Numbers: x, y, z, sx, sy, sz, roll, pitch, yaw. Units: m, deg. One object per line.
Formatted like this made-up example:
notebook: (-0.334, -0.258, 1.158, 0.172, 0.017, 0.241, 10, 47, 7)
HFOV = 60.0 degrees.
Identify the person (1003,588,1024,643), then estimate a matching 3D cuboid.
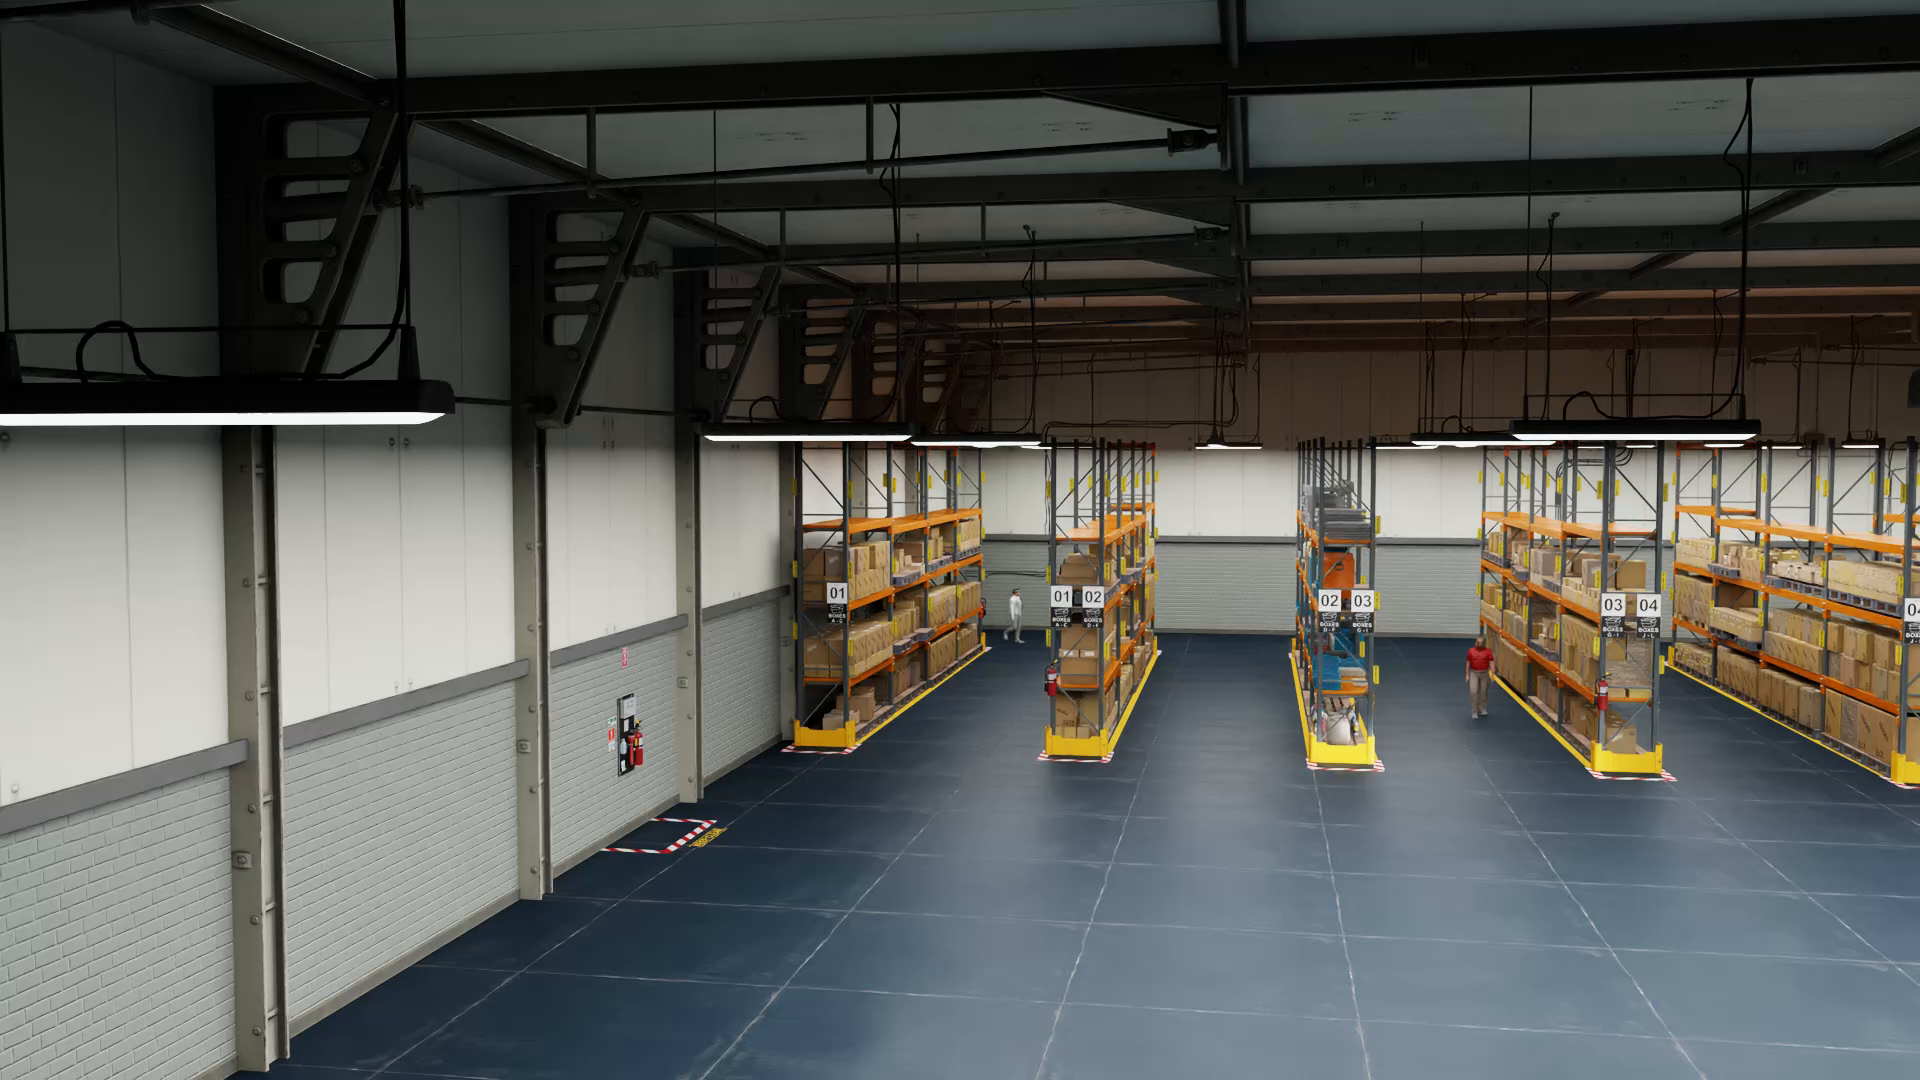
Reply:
person: (1.617, 2.250, 49.744, 0.587, 1.661, 0.528, 2, 4, 31)

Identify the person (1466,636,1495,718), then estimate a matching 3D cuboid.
person: (11.264, 2.968, 36.019, 0.602, 1.760, 0.636, 1, 3, 20)

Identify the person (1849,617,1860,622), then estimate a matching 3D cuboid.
person: (21.498, 2.759, 39.895, 0.549, 1.810, 0.544, 0, 3, -8)
